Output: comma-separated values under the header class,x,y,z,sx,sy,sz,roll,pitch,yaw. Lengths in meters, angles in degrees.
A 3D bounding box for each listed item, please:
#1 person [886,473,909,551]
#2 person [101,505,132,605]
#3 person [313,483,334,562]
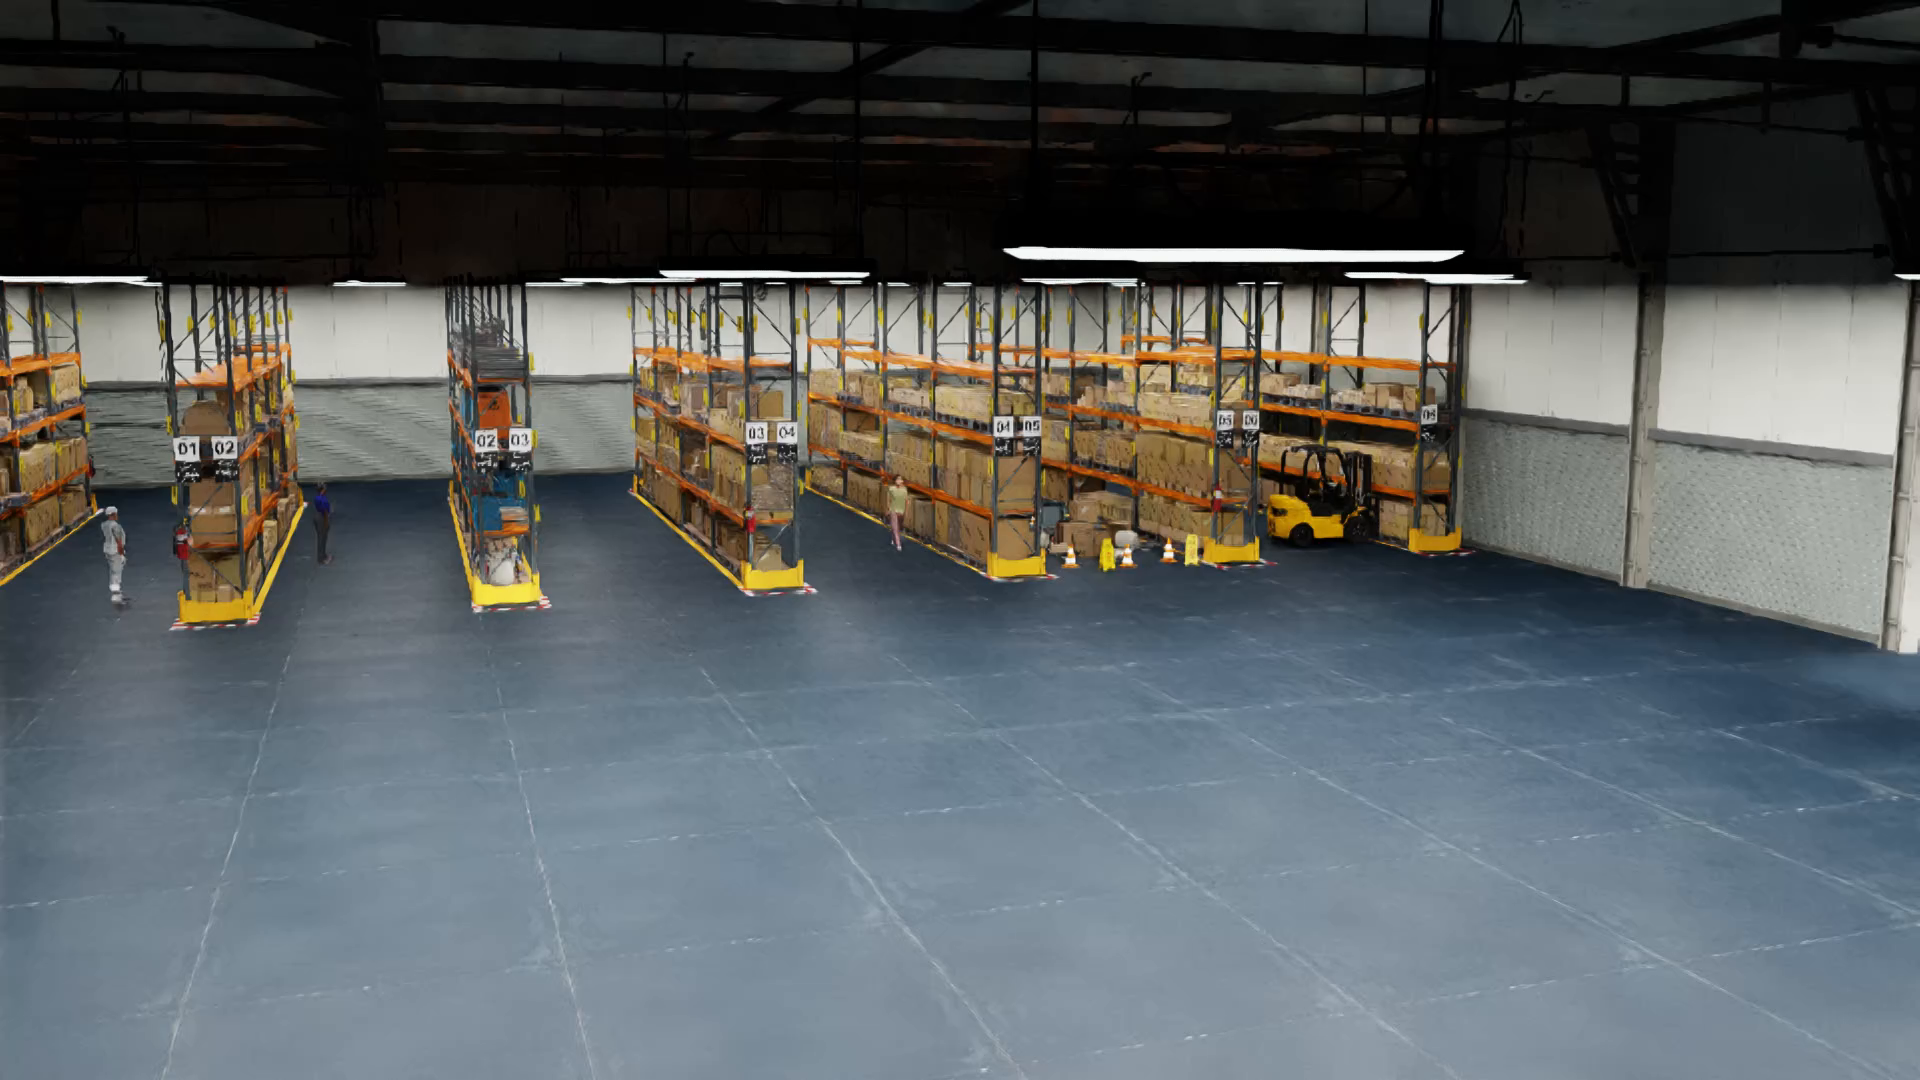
class,x,y,z,sx,sy,sz,roll,pitch,yaw
person,-1.284,-0.613,34.900,0.447,1.591,1.102,-3,9,-19
person,-15.380,0.255,30.360,0.605,1.789,0.450,7,11,40
person,-13.402,-0.386,35.037,0.443,1.661,0.546,-8,12,-42
